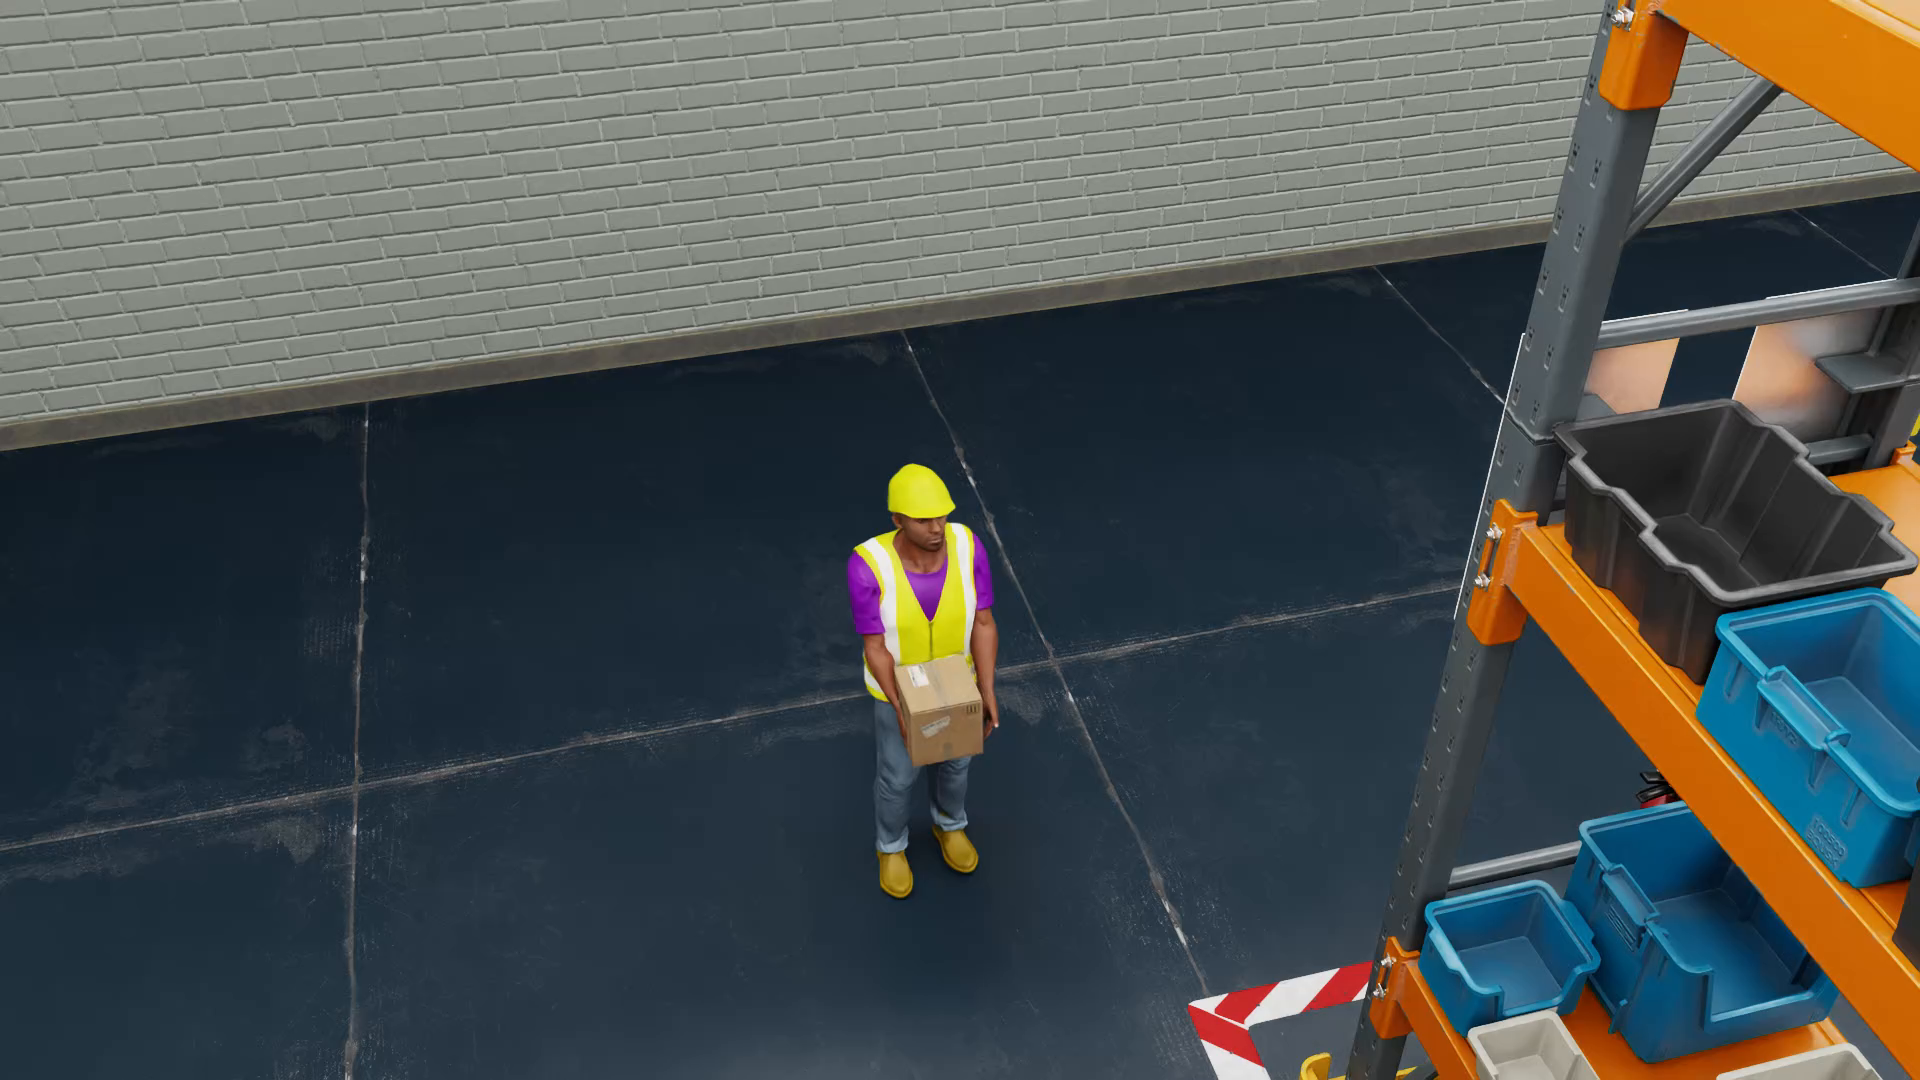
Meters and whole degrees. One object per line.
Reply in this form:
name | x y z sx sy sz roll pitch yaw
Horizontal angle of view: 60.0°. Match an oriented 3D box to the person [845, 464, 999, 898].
person | -0.096 0.556 5.980 0.516 1.770 0.571 -13 40 -16
